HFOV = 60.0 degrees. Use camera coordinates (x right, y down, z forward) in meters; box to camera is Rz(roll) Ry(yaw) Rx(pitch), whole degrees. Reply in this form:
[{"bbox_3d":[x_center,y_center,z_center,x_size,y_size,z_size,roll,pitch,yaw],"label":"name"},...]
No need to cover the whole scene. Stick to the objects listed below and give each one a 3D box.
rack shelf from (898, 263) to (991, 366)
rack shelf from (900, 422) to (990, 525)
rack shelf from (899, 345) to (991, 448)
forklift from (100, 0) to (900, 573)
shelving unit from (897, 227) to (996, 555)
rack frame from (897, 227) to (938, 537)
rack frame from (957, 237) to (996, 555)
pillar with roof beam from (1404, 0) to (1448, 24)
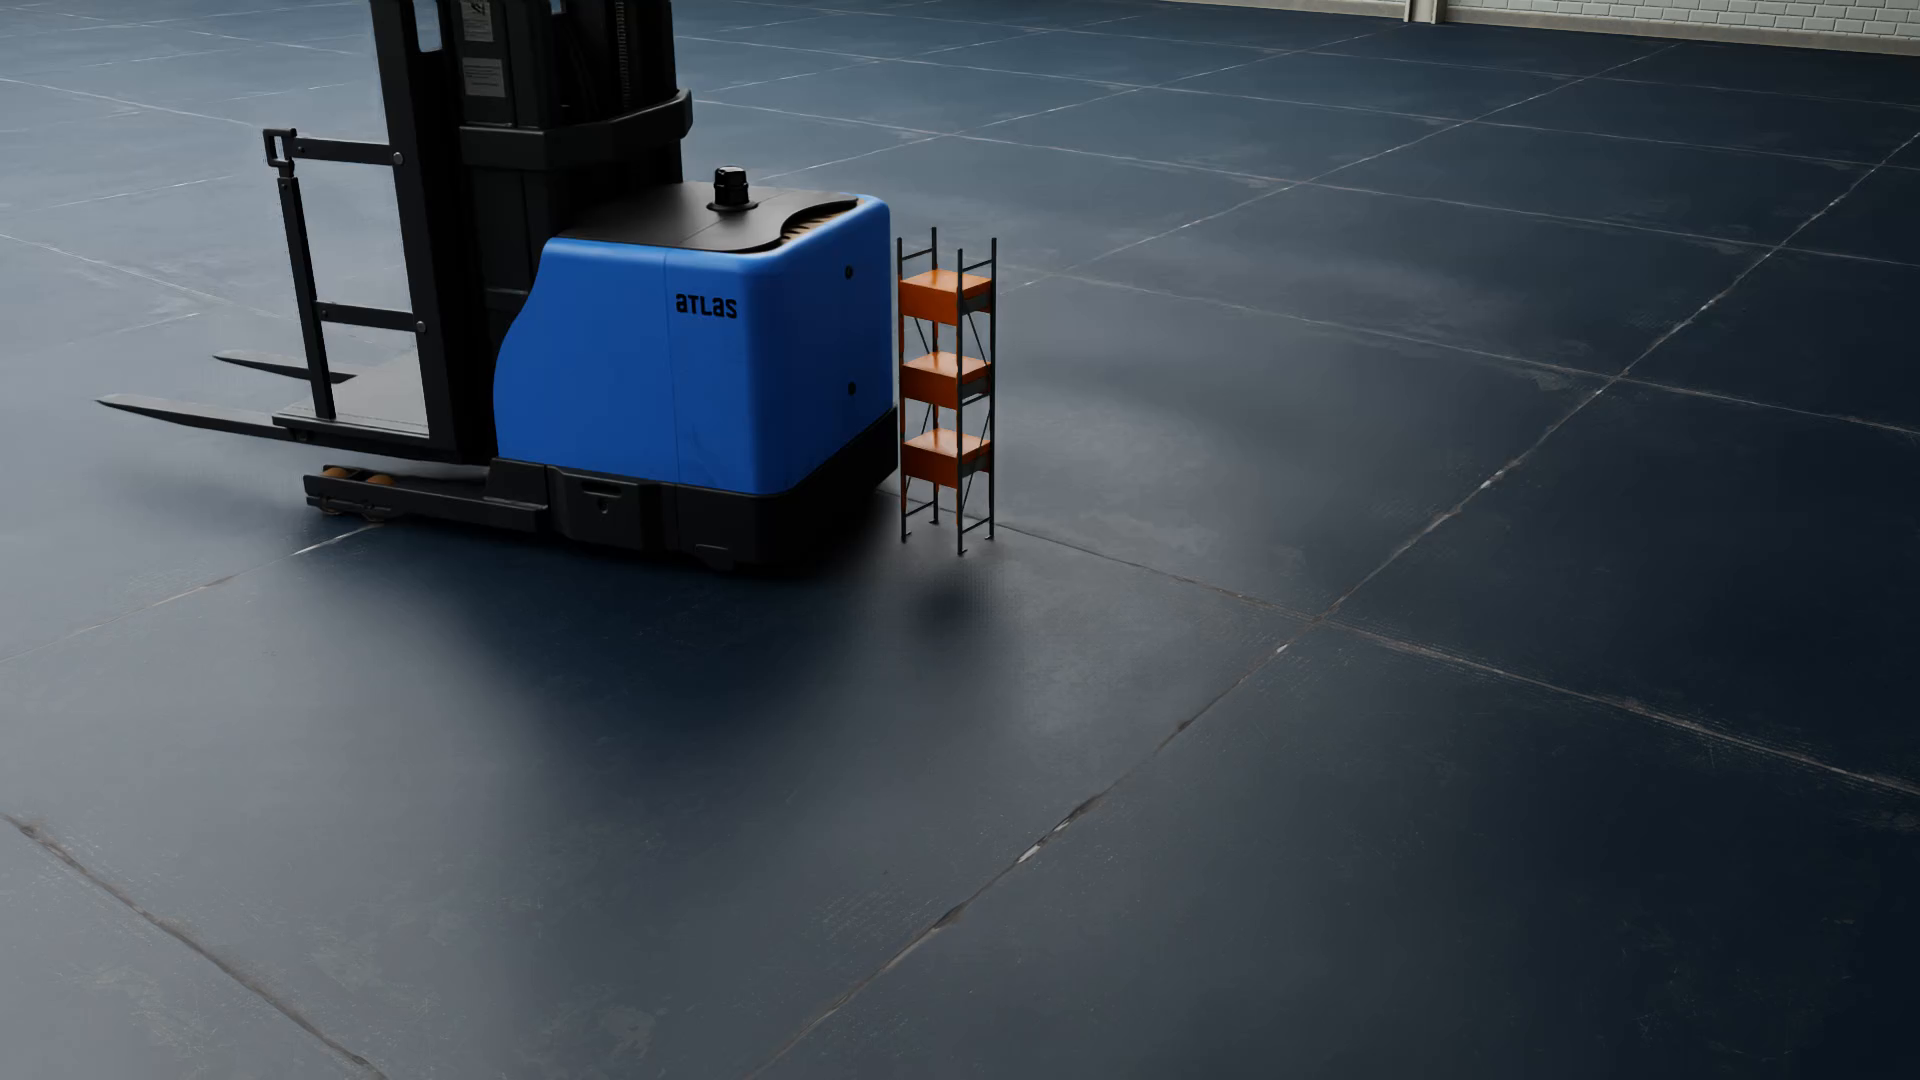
[{"bbox_3d":[-0.043,-0.743,5.458,0.240,0.259,0.215,17,29,33],"label":"rack shelf"},{"bbox_3d":[-0.043,-0.229,5.684,0.240,0.259,0.215,17,29,33],"label":"rack shelf"},{"bbox_3d":[-0.043,-0.484,5.572,0.240,0.259,0.215,17,29,33],"label":"rack shelf"},{"bbox_3d":[-1.786,-1.589,5.721,3.031,2.935,1.130,9,25,19],"label":"forklift"},{"bbox_3d":[-0.043,-0.493,5.568,0.252,1.050,0.215,17,29,33],"label":"shelving unit"},{"bbox_3d":[-0.140,-0.523,5.635,0.008,1.050,0.200,17,29,33],"label":"rack frame"},{"bbox_3d":[0.055,-0.464,5.501,0.008,1.050,0.200,17,29,33],"label":"rack frame"},{"bbox_3d":[2.921,-8.876,14.734,0.400,9.000,9.100,17,29,33],"label":"pillar with roof beam"}]
